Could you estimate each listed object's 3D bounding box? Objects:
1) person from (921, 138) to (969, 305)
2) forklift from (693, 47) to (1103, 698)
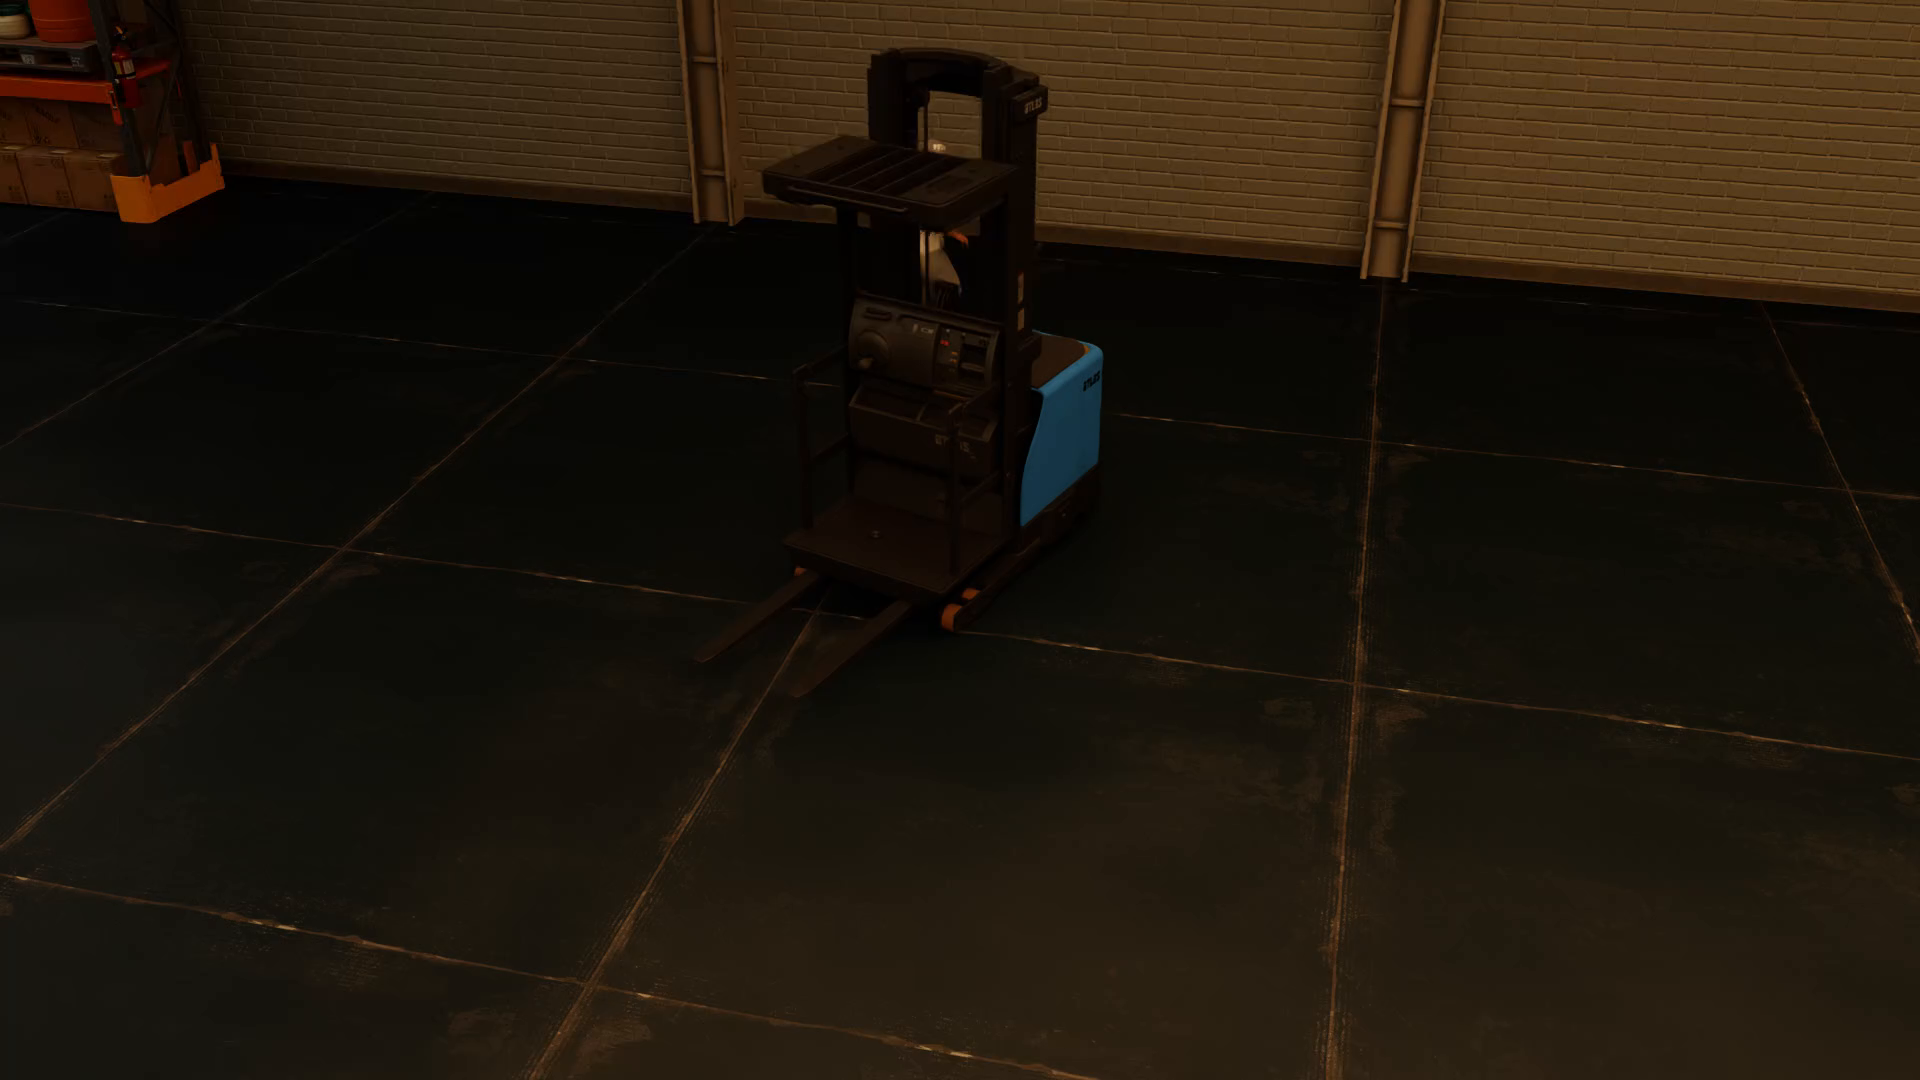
[{"bbox_3d":[-0.223,-2.195,12.435,0.597,1.619,0.720,-11,31,-19],"label":"person"},{"bbox_3d":[-0.314,-1.017,8.966,1.130,2.935,3.031,17,34,27],"label":"forklift"}]
